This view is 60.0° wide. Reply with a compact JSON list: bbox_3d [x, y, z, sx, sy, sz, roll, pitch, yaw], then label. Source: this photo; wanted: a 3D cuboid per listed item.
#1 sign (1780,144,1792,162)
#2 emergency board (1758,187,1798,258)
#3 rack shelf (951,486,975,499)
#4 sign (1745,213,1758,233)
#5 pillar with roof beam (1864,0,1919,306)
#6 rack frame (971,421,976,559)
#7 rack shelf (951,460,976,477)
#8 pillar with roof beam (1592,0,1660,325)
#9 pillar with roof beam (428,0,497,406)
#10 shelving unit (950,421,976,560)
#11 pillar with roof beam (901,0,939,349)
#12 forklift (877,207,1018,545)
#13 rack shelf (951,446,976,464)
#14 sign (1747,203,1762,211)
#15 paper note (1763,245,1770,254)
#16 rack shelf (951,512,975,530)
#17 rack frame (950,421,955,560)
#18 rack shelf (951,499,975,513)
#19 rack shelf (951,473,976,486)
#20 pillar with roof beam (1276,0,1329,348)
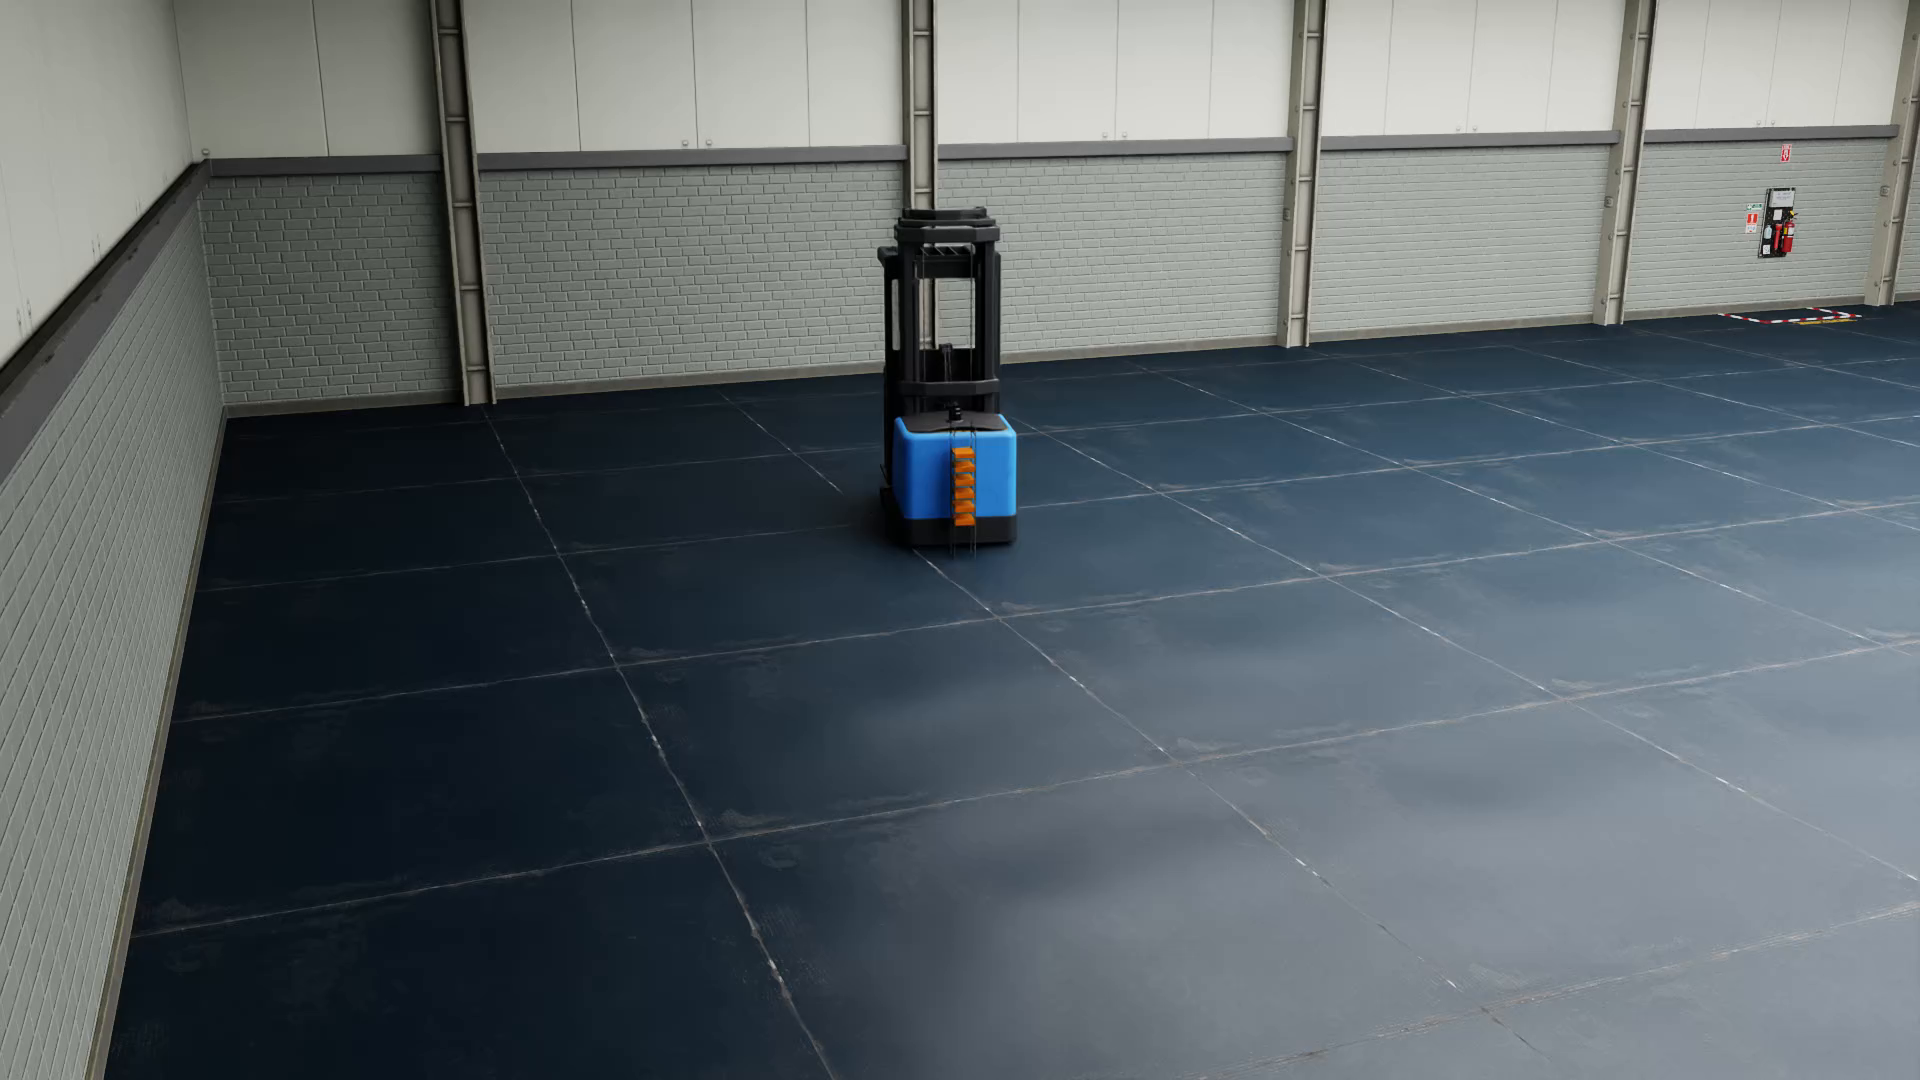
[{"bbox_3d":[13.908,-6.515,27.999,0.199,0.298,0.001,-6,17,-20],"label":"sign"},{"bbox_3d":[13.951,-5.378,28.239,0.643,1.169,0.194,-6,17,-20],"label":"emergency board"},{"bbox_3d":[0.026,-0.391,14.609,0.180,0.103,0.258,-3,17,-9],"label":"rack shelf"},{"bbox_3d":[13.398,-5.366,28.137,0.234,0.329,0.001,-6,17,-20],"label":"sign"},{"bbox_3d":[17.813,-7.363,24.351,0.400,9.000,9.100,-6,17,-20],"label":"pillar with roof beam"},{"bbox_3d":[0.116,-0.438,14.611,0.006,1.200,0.240,-3,17,-9],"label":"rack frame"},{"bbox_3d":[0.026,-0.621,14.542,0.180,0.103,0.258,-3,17,-9],"label":"rack shelf"},{"bbox_3d":[12.210,-6.758,22.291,0.400,9.000,9.100,-6,17,-20],"label":"pillar with roof beam"},{"bbox_3d":[-4.598,-4.943,16.111,0.400,9.000,9.100,-6,17,-20],"label":"pillar with roof beam"},{"bbox_3d":[0.026,-0.433,14.597,0.189,1.200,0.258,-3,17,-9],"label":"shelving unit"},{"bbox_3d":[1.004,-5.548,18.171,0.400,9.000,9.100,-6,17,-20],"label":"pillar with roof beam"},{"bbox_3d":[-0.197,-1.727,15.930,1.130,2.935,3.031,-2,17,-8],"label":"forklift"},{"bbox_3d":[0.026,-0.736,14.508,0.180,0.103,0.258,-3,17,-9],"label":"rack shelf"},{"bbox_3d":[13.405,-5.619,28.055,0.331,0.109,0.001,-6,17,-20],"label":"sign"},{"bbox_3d":[13.761,-4.955,28.364,0.142,0.148,0.016,-6,17,-20],"label":"paper note"},{"bbox_3d":[0.026,-0.161,14.677,0.180,0.103,0.258,-3,17,-9],"label":"rack shelf"},{"bbox_3d":[-0.064,-0.429,14.582,0.006,1.200,0.240,-3,17,-9],"label":"rack frame"},{"bbox_3d":[0.026,-0.276,14.643,0.180,0.103,0.258,-3,17,-9],"label":"rack shelf"},{"bbox_3d":[0.026,-0.506,14.575,0.180,0.103,0.258,-3,17,-9],"label":"rack shelf"},{"bbox_3d":[6.607,-6.153,20.231,0.400,9.000,9.100,-6,17,-20],"label":"pillar with roof beam"}]
